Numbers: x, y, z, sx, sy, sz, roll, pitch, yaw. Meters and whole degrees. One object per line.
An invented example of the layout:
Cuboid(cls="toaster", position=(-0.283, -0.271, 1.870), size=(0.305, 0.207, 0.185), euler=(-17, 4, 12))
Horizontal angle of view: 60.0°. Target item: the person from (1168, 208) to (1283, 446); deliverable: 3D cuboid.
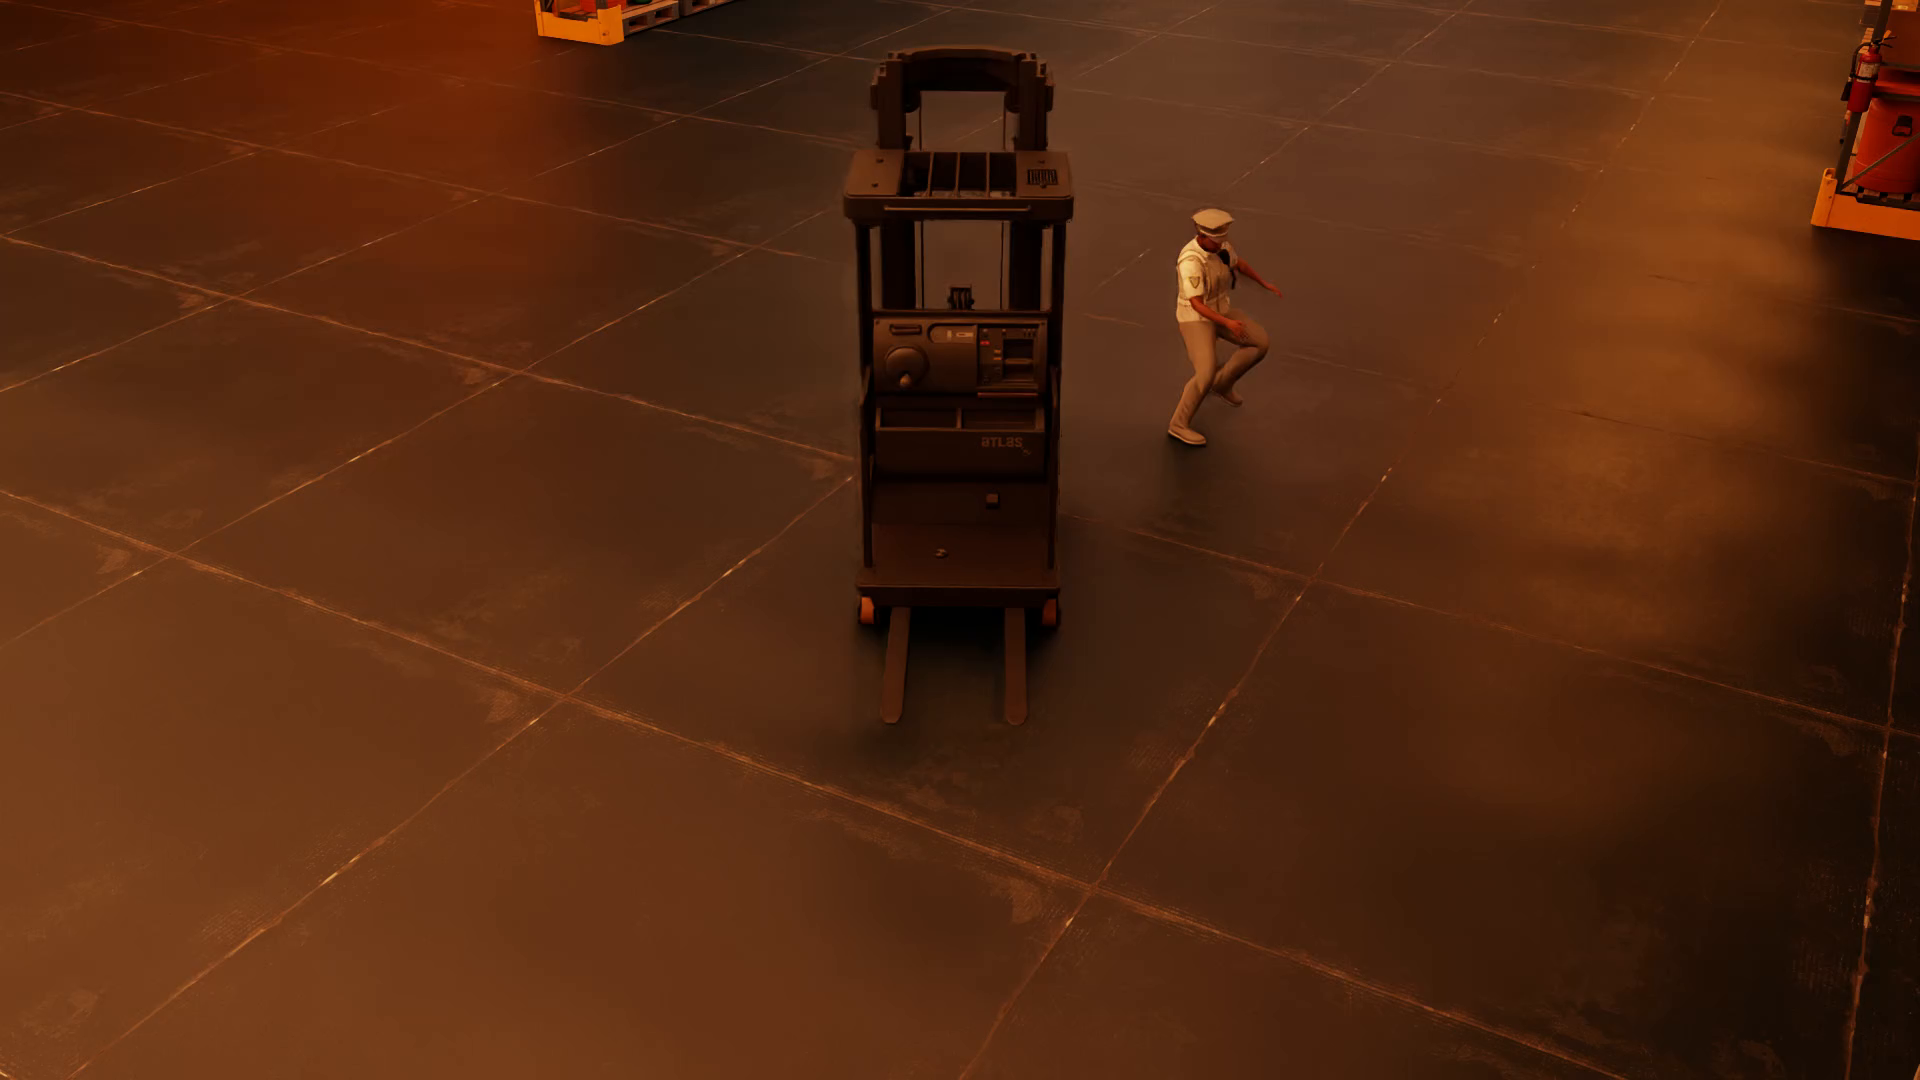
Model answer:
Cuboid(cls="person", position=(1.757, -1.449, 11.033), size=(0.725, 1.475, 0.842), euler=(26, 39, 37))

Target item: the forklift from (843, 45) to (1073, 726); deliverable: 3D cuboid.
Cuboid(cls="forklift", position=(0.000, -0.946, 8.710), size=(1.130, 2.935, 3.031), euler=(1, 30, 1))
